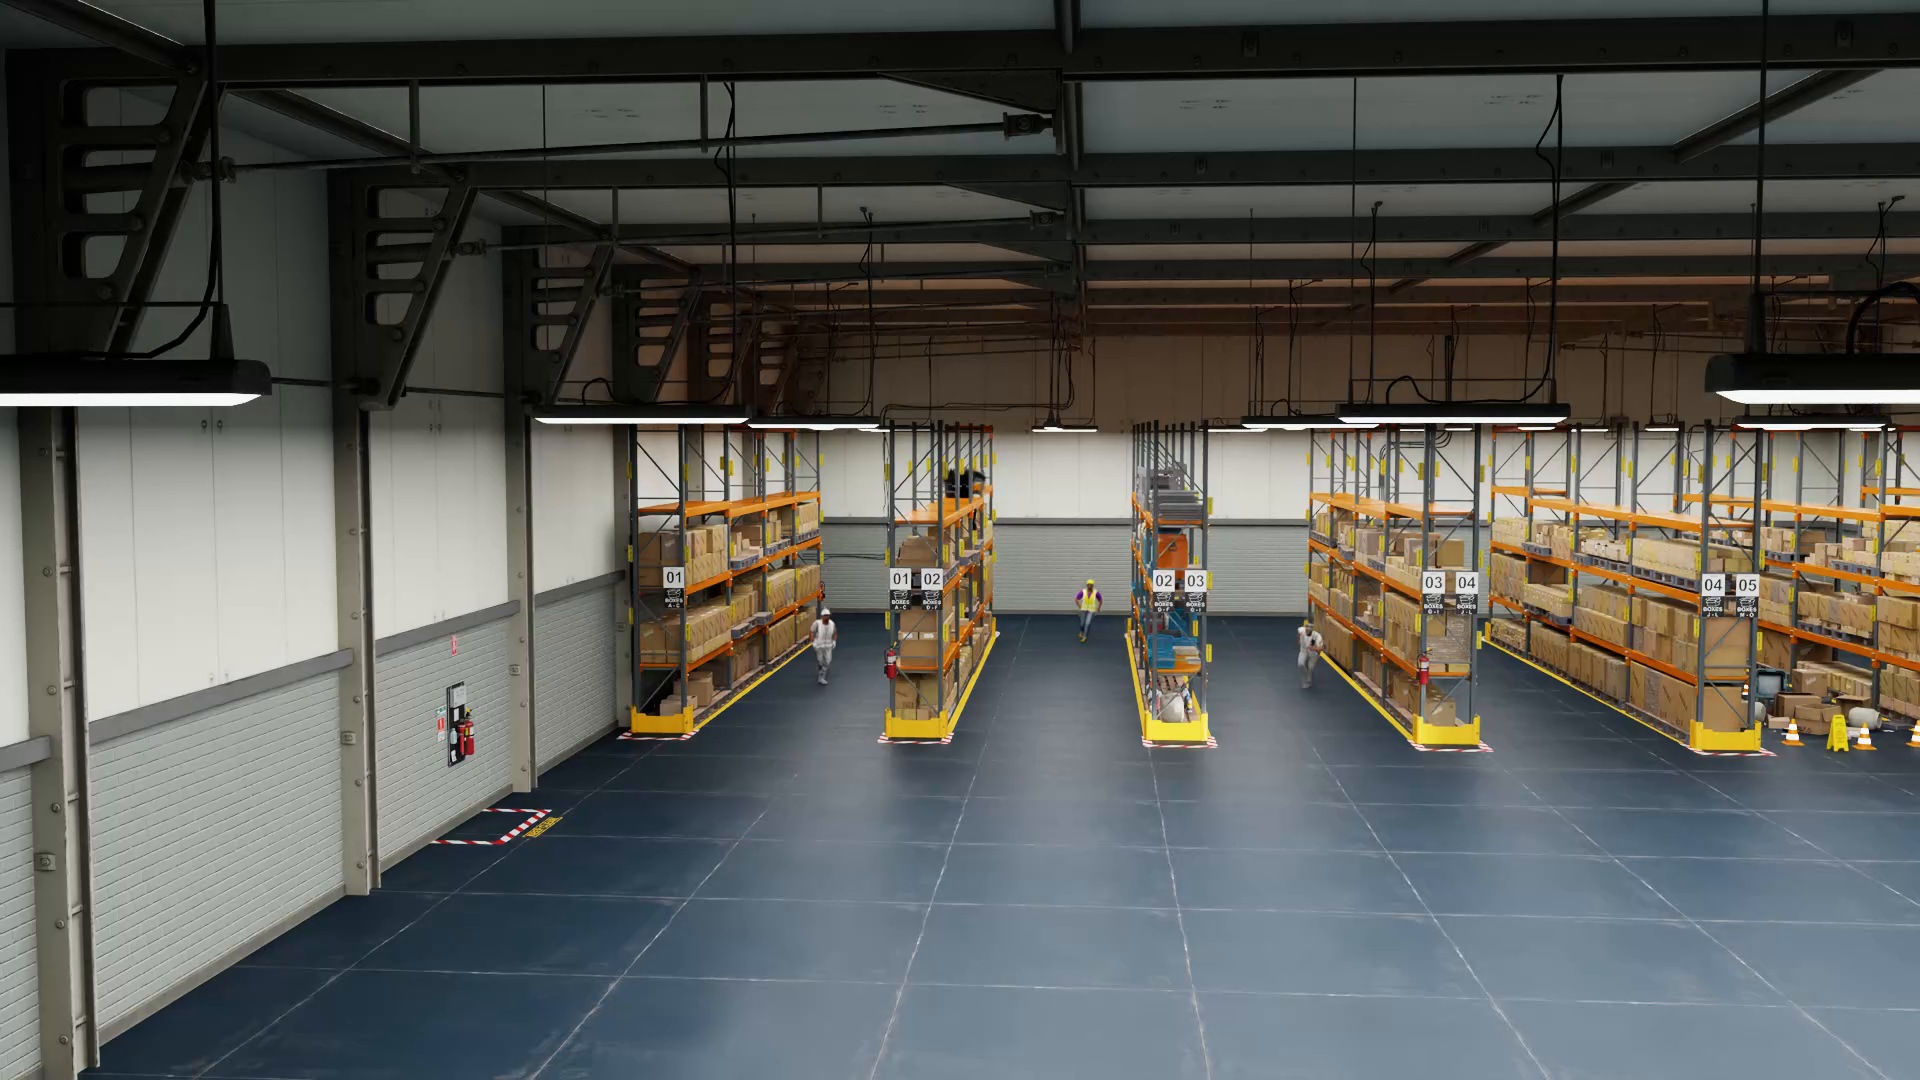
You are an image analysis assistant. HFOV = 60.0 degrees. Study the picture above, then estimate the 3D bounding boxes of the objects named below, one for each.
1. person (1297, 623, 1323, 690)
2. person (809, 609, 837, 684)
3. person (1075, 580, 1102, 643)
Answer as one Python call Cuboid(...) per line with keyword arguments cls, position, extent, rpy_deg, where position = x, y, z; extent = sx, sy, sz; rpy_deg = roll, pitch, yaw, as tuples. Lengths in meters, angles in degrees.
Cuboid(cls="person", position=(7.925, 2.607, 37.623), extent=(0.654, 1.540, 1.184), rpy_deg=(1, 4, 21))
Cuboid(cls="person", position=(-3.155, 2.442, 38.346), extent=(0.679, 1.722, 0.585), rpy_deg=(-1, 4, -18))
Cuboid(cls="person", position=(3.553, 1.962, 46.010), extent=(0.749, 1.734, 0.763), rpy_deg=(1, 4, 9))
